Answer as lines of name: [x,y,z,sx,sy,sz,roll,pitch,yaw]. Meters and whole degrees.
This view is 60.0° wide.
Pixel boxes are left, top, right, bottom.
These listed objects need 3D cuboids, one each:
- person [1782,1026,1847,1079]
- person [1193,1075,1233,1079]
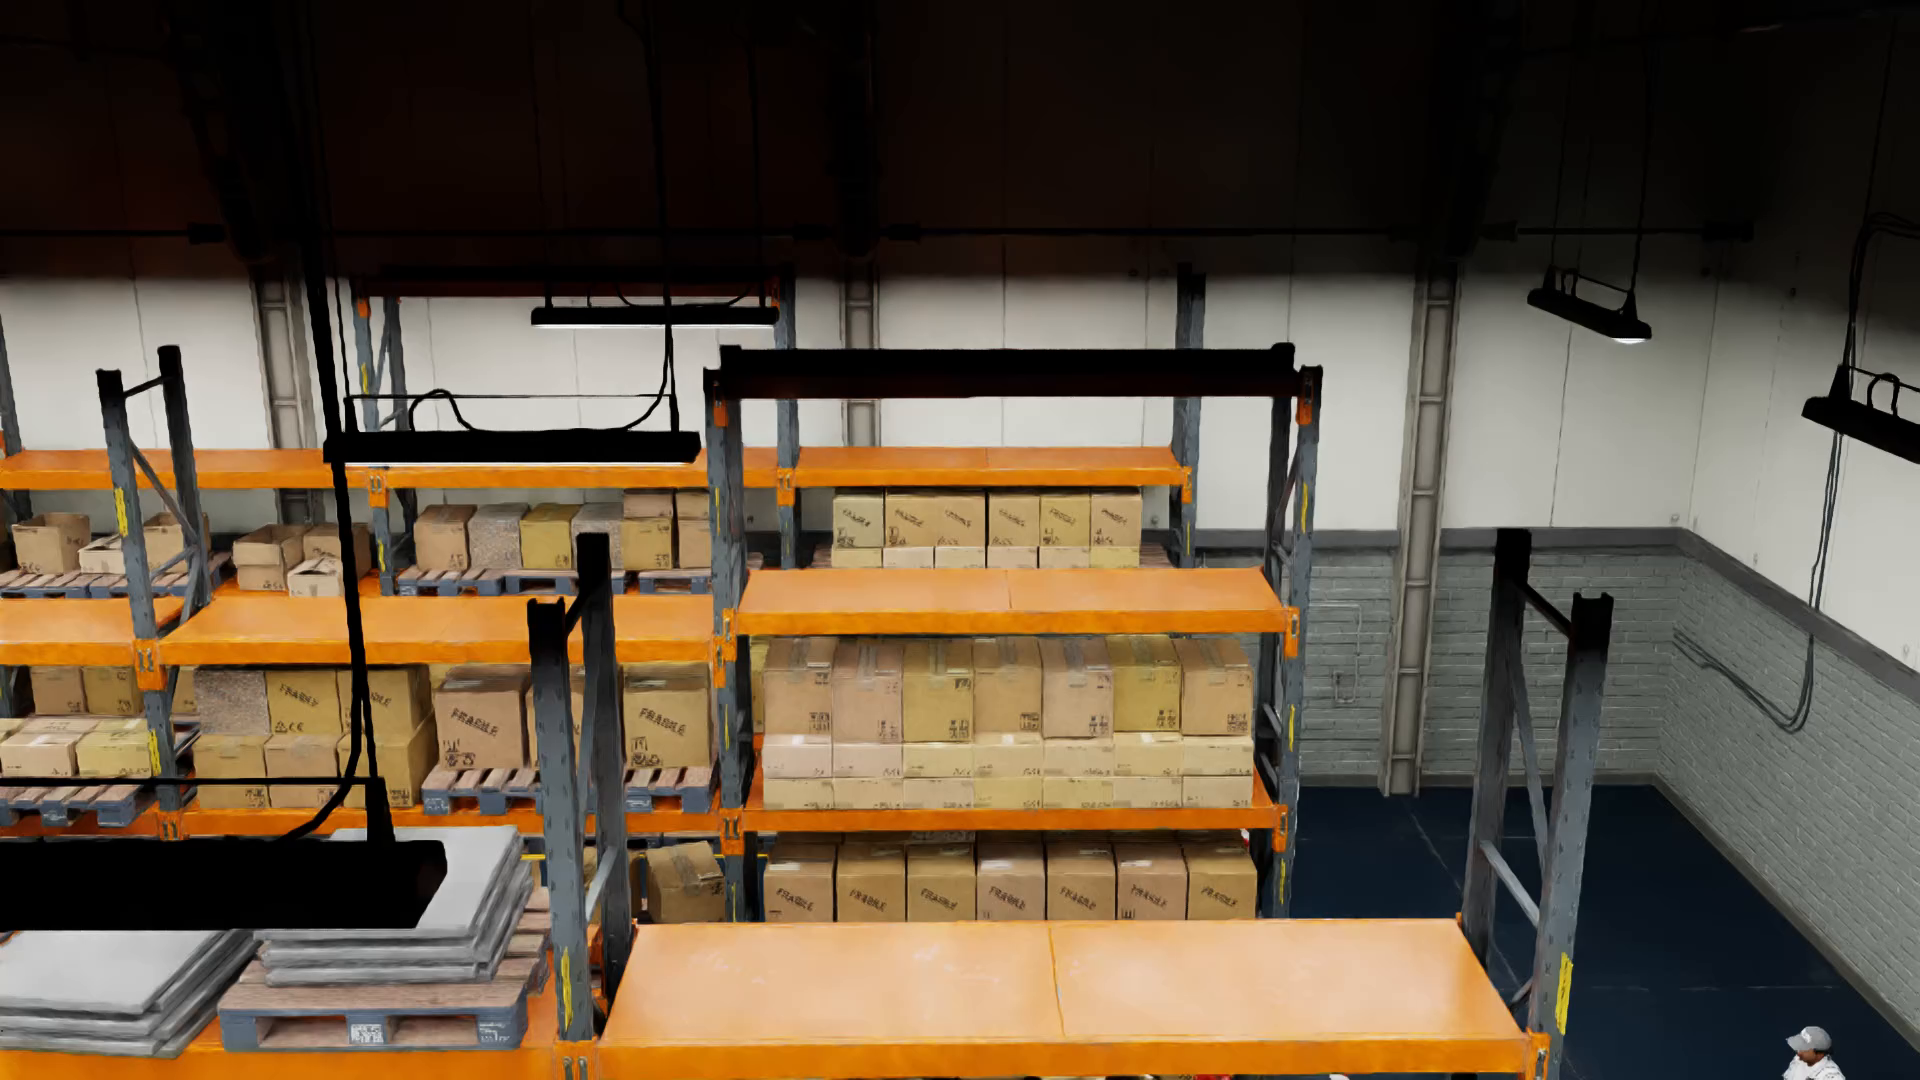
person: [5.934,4.097,11.600,1.090,1.583,0.497,0,16,1]
person: [1.797,4.120,11.421,0.535,1.676,0.682,-1,16,-3]
